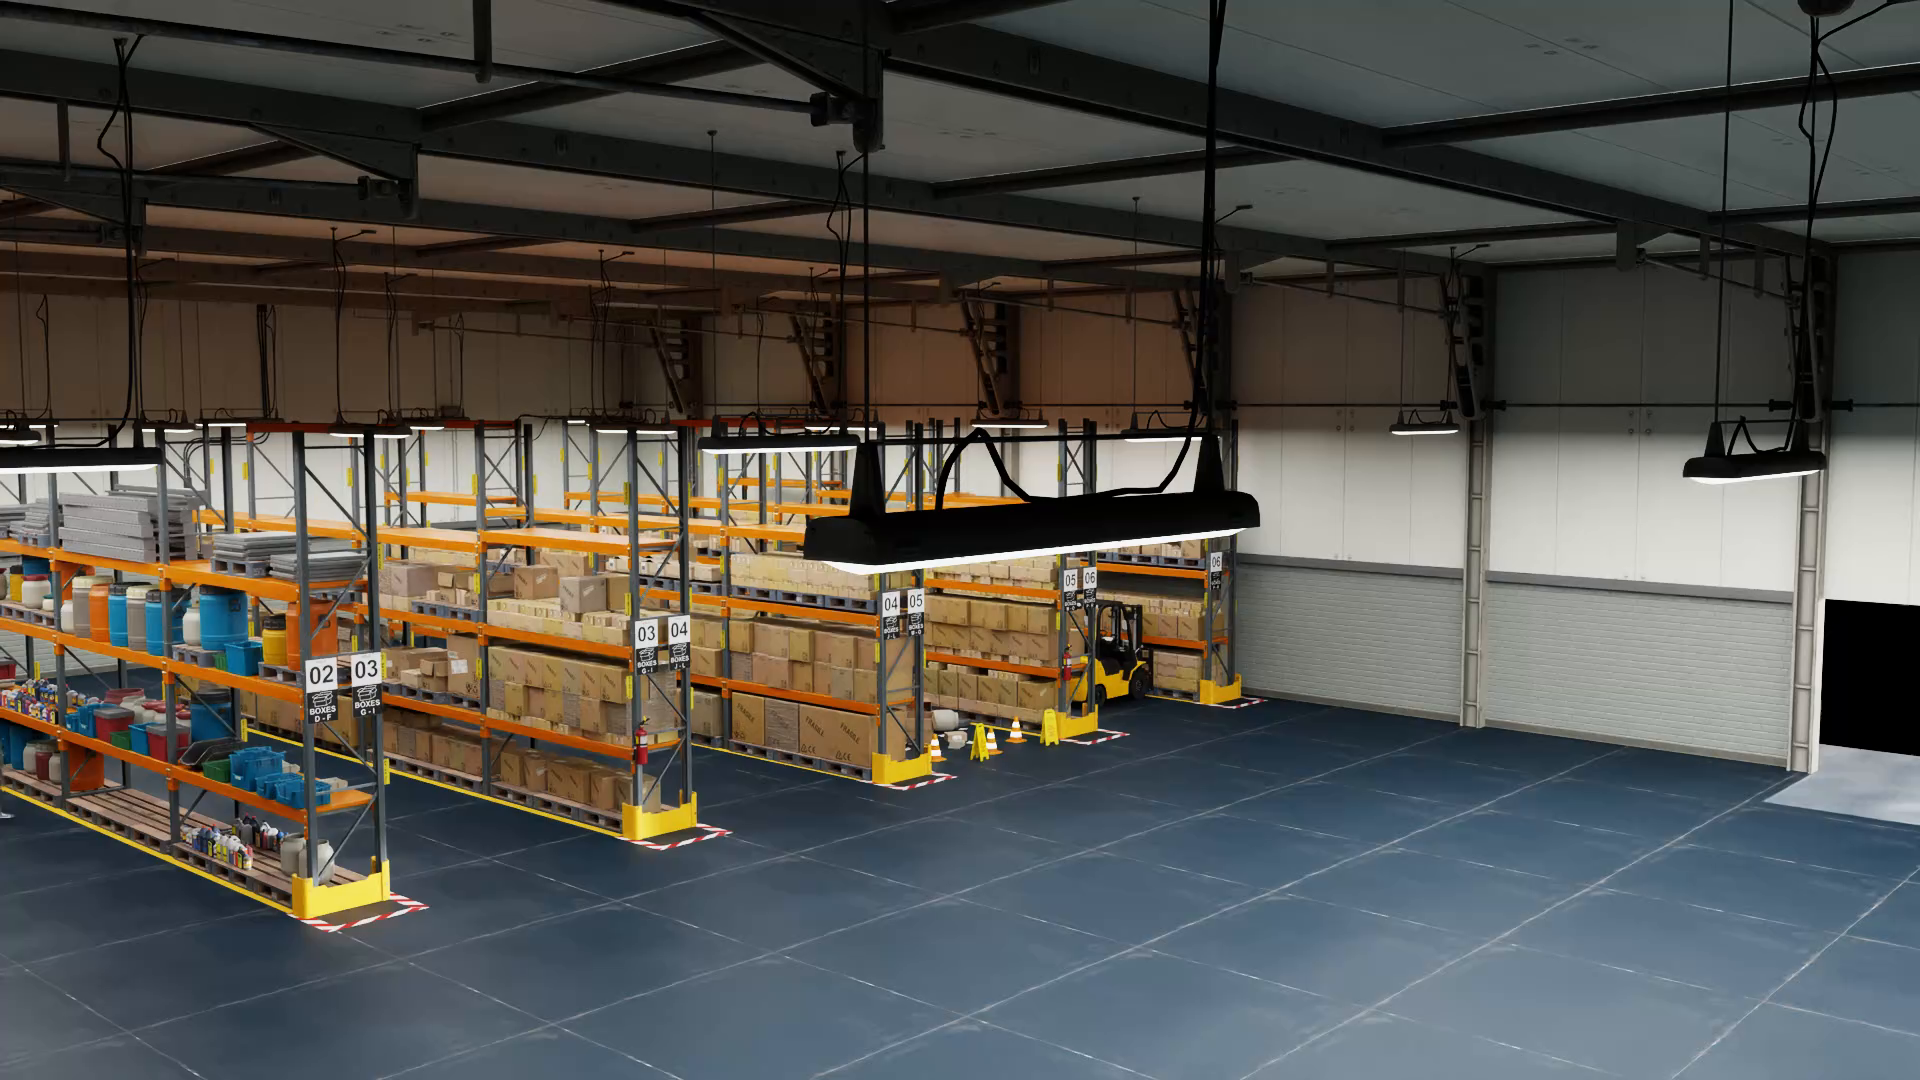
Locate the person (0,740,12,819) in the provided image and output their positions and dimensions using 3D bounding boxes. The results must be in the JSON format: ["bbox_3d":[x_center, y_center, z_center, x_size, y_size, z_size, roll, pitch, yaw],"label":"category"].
[{"bbox_3d":[-14.680,3.480,25.202,0.389,1.601,0.463,-1,5,-8],"label":"person"}]

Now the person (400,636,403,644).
[{"bbox_3d":[-11.336,2.744,34.108,0.405,1.595,0.935,-4,6,-43],"label":"person"}]
